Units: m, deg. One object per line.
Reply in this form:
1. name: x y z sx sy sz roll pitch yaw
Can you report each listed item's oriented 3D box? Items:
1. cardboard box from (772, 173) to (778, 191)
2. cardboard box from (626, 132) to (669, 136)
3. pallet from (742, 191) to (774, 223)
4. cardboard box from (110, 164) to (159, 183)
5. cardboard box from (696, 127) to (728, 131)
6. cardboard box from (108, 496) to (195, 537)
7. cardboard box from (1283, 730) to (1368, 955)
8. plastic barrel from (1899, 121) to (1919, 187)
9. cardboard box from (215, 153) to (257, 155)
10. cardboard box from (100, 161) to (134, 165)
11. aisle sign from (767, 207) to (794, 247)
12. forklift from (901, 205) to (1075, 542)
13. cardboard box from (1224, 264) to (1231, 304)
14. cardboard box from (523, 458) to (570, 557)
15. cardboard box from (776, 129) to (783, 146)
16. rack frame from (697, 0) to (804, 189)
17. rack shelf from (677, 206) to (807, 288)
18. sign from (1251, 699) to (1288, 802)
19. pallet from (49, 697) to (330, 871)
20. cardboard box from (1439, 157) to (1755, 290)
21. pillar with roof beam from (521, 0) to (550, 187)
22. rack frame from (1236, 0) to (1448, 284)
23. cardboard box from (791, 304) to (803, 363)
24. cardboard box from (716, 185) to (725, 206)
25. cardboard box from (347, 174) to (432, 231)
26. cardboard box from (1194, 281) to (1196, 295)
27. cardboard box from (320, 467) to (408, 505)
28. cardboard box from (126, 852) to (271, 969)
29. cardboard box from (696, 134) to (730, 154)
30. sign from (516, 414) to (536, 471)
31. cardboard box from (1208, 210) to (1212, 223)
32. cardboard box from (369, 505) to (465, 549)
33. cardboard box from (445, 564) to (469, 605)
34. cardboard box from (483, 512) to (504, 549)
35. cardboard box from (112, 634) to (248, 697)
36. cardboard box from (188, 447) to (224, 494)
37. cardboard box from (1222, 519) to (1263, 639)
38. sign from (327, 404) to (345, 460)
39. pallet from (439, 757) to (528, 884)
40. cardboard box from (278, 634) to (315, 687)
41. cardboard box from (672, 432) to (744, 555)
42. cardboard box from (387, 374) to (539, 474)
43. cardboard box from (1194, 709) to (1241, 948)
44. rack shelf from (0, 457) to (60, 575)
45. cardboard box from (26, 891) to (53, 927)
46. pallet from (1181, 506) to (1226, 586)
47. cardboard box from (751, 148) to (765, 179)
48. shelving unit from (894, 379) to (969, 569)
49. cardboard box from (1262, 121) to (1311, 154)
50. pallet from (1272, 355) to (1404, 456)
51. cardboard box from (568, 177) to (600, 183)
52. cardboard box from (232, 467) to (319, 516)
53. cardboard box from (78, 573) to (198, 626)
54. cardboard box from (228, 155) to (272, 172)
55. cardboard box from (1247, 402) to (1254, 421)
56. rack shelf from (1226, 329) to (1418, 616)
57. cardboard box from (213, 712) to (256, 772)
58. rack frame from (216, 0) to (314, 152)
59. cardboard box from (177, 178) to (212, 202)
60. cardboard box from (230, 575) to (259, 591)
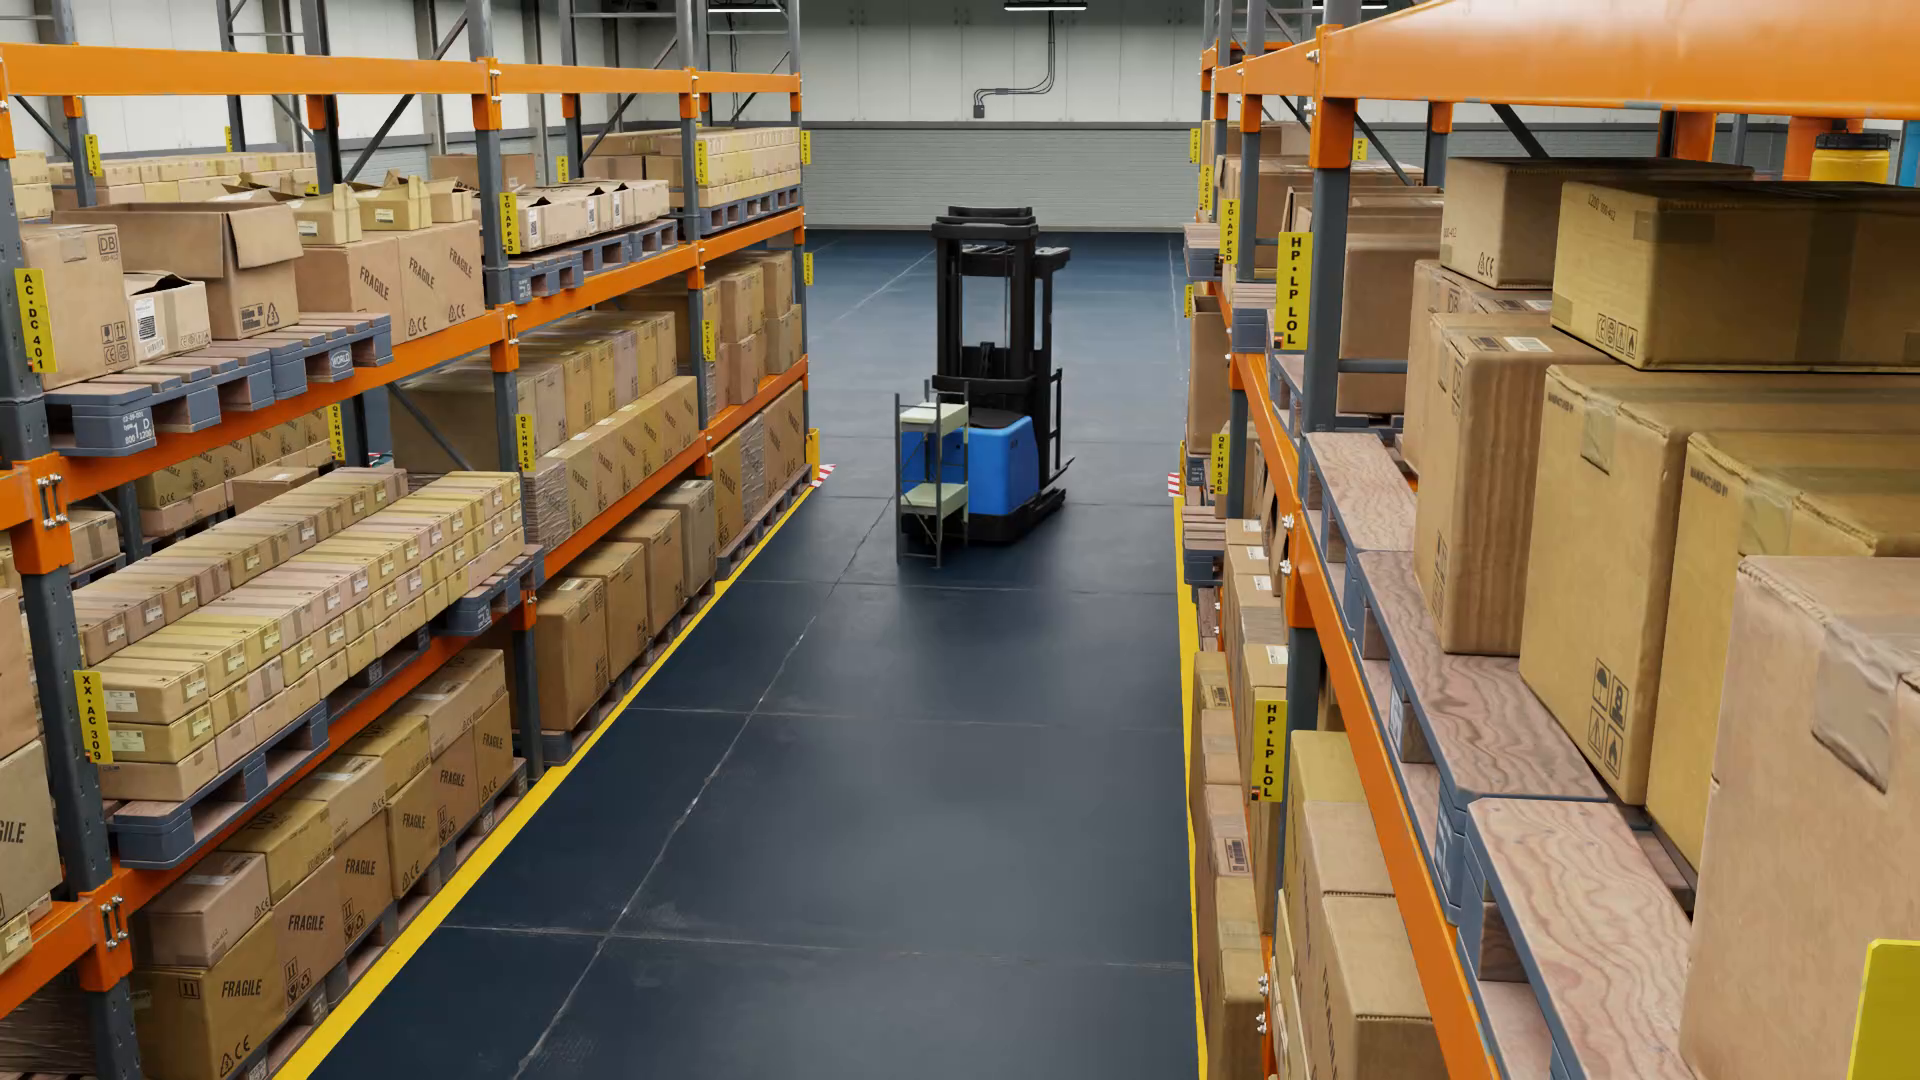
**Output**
1. cardboard box: -1.905 -3.333 15.480 0.380 0.149 0.250 1 15 5
2. cardboard box: -2.703 -3.408 14.229 0.380 0.149 0.250 2 15 6
3. pallet: -2.298 -3.011 14.973 1.003 0.211 1.213 2 15 6
4. cardboard box: -7.072 -3.118 14.153 0.380 0.149 0.250 1 15 4
5. cardboard box: -2.473 -3.936 16.182 0.380 0.149 0.250 2 15 7
6. cardboard box: -7.136 -0.218 14.685 0.500 0.250 0.500 1 15 4
7. cardboard box: 1.165 0.853 4.543 0.500 0.500 0.500 2 15 6
8. plastic barrel: 7.516 -2.907 12.657 0.600 0.901 0.708 2 15 6
9. cardboard box: -7.275 -3.795 16.656 0.380 0.149 0.250 2 15 6
10. cardboard box: -7.550 -3.269 14.710 0.380 0.149 0.250 1 15 5
11. aisle sign: -1.783 -3.380 16.935 0.394 0.787 0.004 2 15 6
12. forklift: 0.408 -1.740 15.982 1.130 2.935 3.031 5 16 18
13. cardboard box: 1.777 -1.503 9.516 0.500 0.250 0.500 2 15 6
14. cardboard box: -2.673 -0.197 9.954 0.500 0.500 0.500 2 15 7
15. cardboard box: -1.876 -3.782 15.614 0.380 0.149 0.250 2 15 7
16. rack frame: -2.089 -5.011 16.456 1.000 3.000 0.127 2 15 6
17. rack shelf: -2.315 -2.697 15.023 1.077 0.370 4.000 2 15 6
18. sign: 0.933 0.635 5.001 0.100 0.325 0.005 2 15 6
19. pallet: -3.213 0.896 6.471 1.003 0.211 1.213 2 15 6
20. cardboard box: 1.361 -0.696 3.620 0.500 0.250 0.500 1 15 3
21. pillar with roof beam: -5.940 -11.220 39.416 9.100 9.000 0.548 2 15 6
22. rack frame: 1.925 -2.764 8.145 1.000 3.000 0.127 2 15 6
23. cardboard box: -2.086 -2.090 16.858 0.875 0.550 0.550 2 15 6
24. cardboard box: -2.135 -2.807 13.536 0.380 0.149 0.250 2 15 6
25. cardboard box: -2.823 -1.660 8.151 0.396 0.266 0.258 2 15 6
26. cardboard box: 2.431 -2.354 15.443 0.500 0.500 0.500 2 15 6
27. cardboard box: -3.237 -0.294 9.039 0.380 0.149 0.250 2 15 6
28. cardboard box: -3.098 1.455 6.582 0.500 0.250 0.500 1 15 4
29. cardboard box: -2.106 -3.257 13.671 0.380 0.149 0.250 2 15 6
30. sign: -2.452 -0.548 9.375 0.100 0.325 0.005 2 15 6
31. cardboard box: 2.168 -2.407 12.859 0.500 0.250 0.500 2 15 8
32. cardboard box: -2.678 -0.066 8.197 0.380 0.149 0.250 2 15 8
33. cardboard box: -2.681 0.215 8.297 0.380 0.149 0.250 1 15 6
34. cardboard box: -2.624 -0.055 8.725 0.380 0.149 0.250 2 15 8
35. cardboard box: -2.917 0.467 6.225 0.380 0.149 0.250 2 15 8
36. cardboard box: -7.087 -0.719 15.102 0.500 0.500 0.500 2 15 9
37. cardboard box: 1.600 0.202 8.479 0.500 0.500 0.500 2 15 8
38. sign: -3.544 -0.615 9.472 0.100 0.325 0.005 2 15 6
39. pallet: -3.082 1.508 9.180 1.003 0.211 1.213 2 15 6
40. cardboard box: -2.857 0.482 6.742 0.380 0.149 0.250 1 15 4
41. cardboard box: -2.400 -0.416 14.220 0.875 0.875 0.875 2 15 7
42. cardboard box: -2.932 -0.688 9.851 0.700 0.500 0.500 2 15 6
43. cardboard box: 1.718 1.364 7.637 1.225 0.875 0.875 2 15 6
44. rack shelf: -3.669 0.415 3.513 1.077 0.370 4.000 2 15 6
45. cardboard box: -3.243 1.199 5.462 0.380 0.149 0.250 2 15 6
46. pallet: 1.899 0.036 9.648 1.213 0.211 1.003 2 15 6
47. cardboard box: -2.039 -3.360 14.816 0.500 0.250 0.500 2 15 7
48. shelving unit: -0.237 -0.582 14.440 0.431 1.500 0.755 5 16 18
49. cardboard box: 2.904 -3.415 14.579 0.500 0.500 0.500 2 15 6
50. pallet: 1.528 -0.426 5.610 0.805 0.209 1.217 1 15 4
51. cardboard box: -2.857 -2.563 12.408 0.258 0.266 0.396 1 15 5
52. cardboard box: -5.699 -0.312 13.907 0.500 0.500 0.500 2 15 6
53. cardboard box: -3.471 0.250 7.028 0.380 0.149 0.250 1 15 4
54. cardboard box: -6.922 -3.653 16.134 0.380 0.149 0.250 2 15 7
55. cardboard box: 2.272 -0.706 11.024 0.797 0.503 0.637 3 15 12
56. rack shelf: 1.699 -0.450 6.712 1.077 0.370 4.000 2 15 6
57. cardboard box: -2.916 0.755 6.301 0.380 0.149 0.250 2 15 7
58. rack frame: -7.019 -5.131 16.898 1.000 3.000 0.127 2 15 6
59. cardboard box: -7.030 -3.086 14.801 0.500 0.250 0.500 2 15 7
60. cardboard box: -3.417 0.258 7.568 0.380 0.149 0.250 2 15 8
